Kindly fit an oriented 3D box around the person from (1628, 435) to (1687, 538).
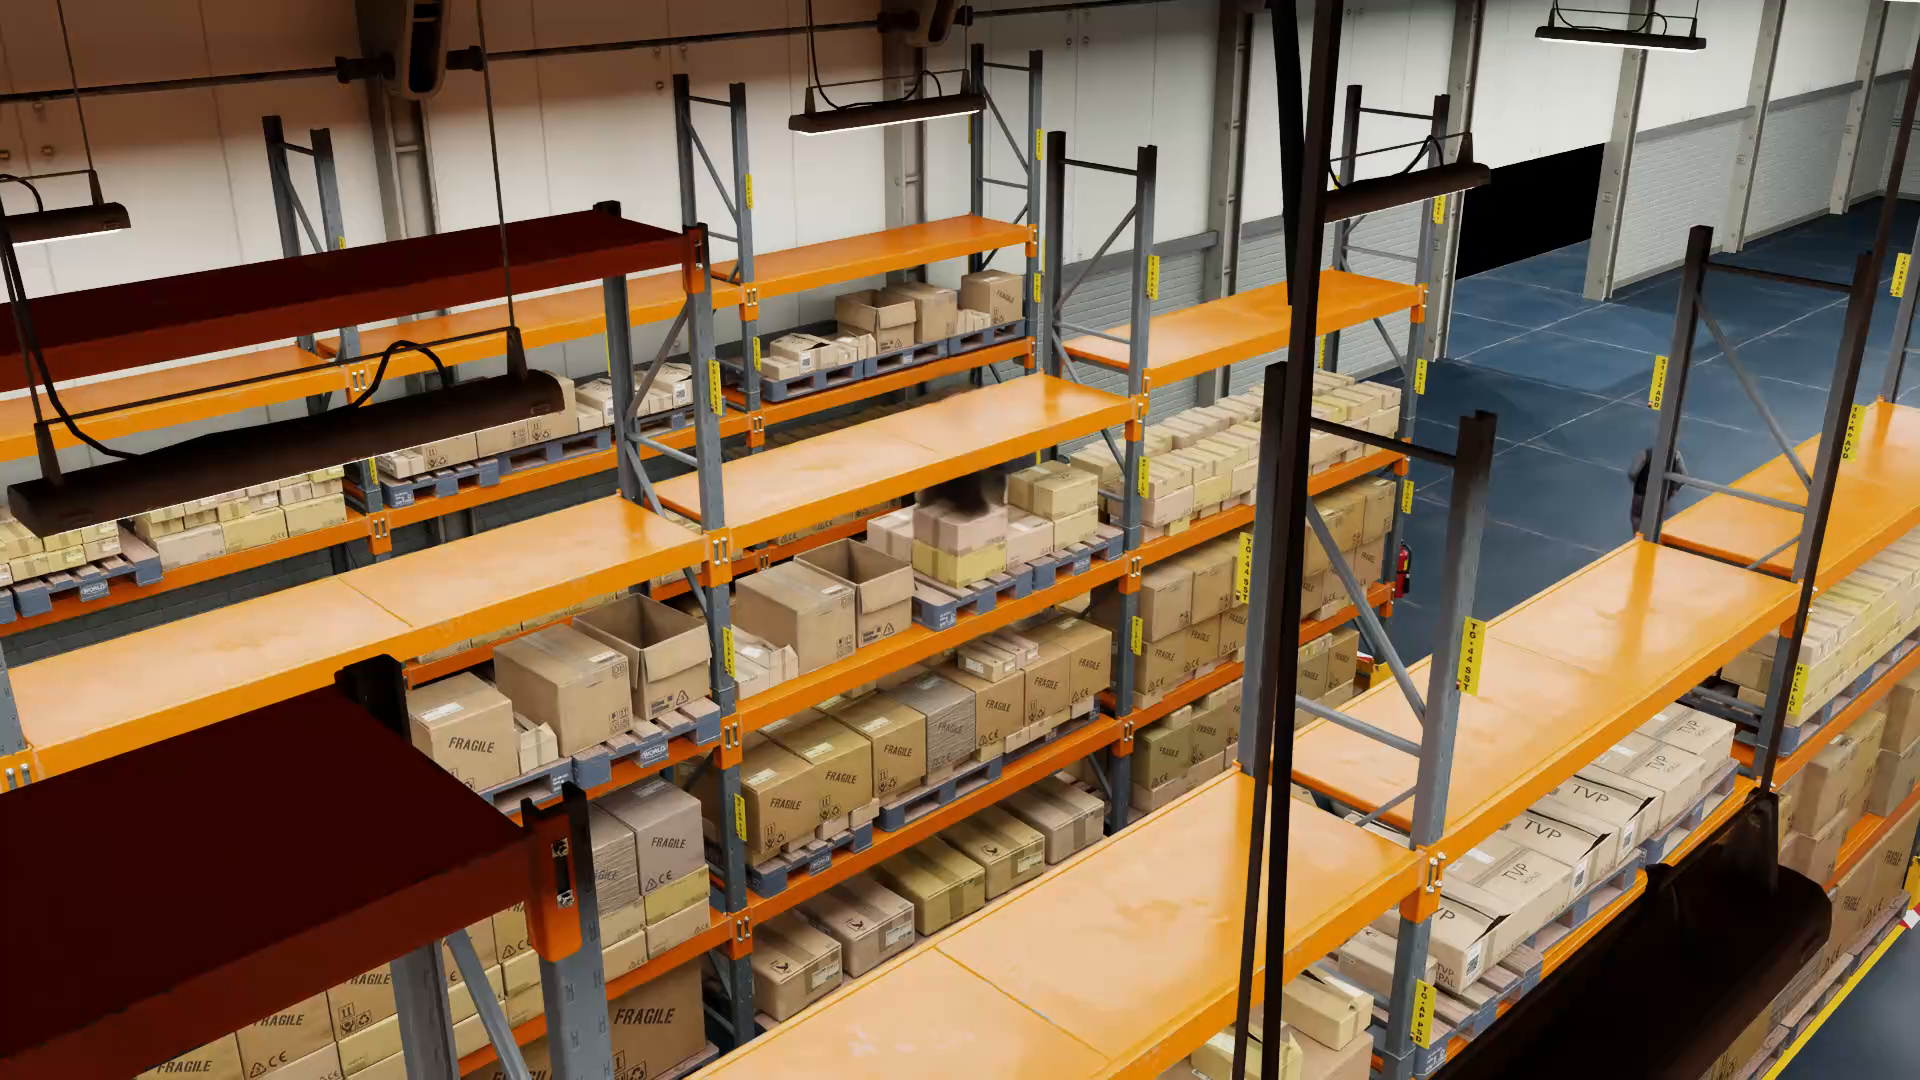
[{"bbox_3d":[8.341,-0.548,20.016,0.662,1.660,0.627,3,23,8],"label":"person"}]
